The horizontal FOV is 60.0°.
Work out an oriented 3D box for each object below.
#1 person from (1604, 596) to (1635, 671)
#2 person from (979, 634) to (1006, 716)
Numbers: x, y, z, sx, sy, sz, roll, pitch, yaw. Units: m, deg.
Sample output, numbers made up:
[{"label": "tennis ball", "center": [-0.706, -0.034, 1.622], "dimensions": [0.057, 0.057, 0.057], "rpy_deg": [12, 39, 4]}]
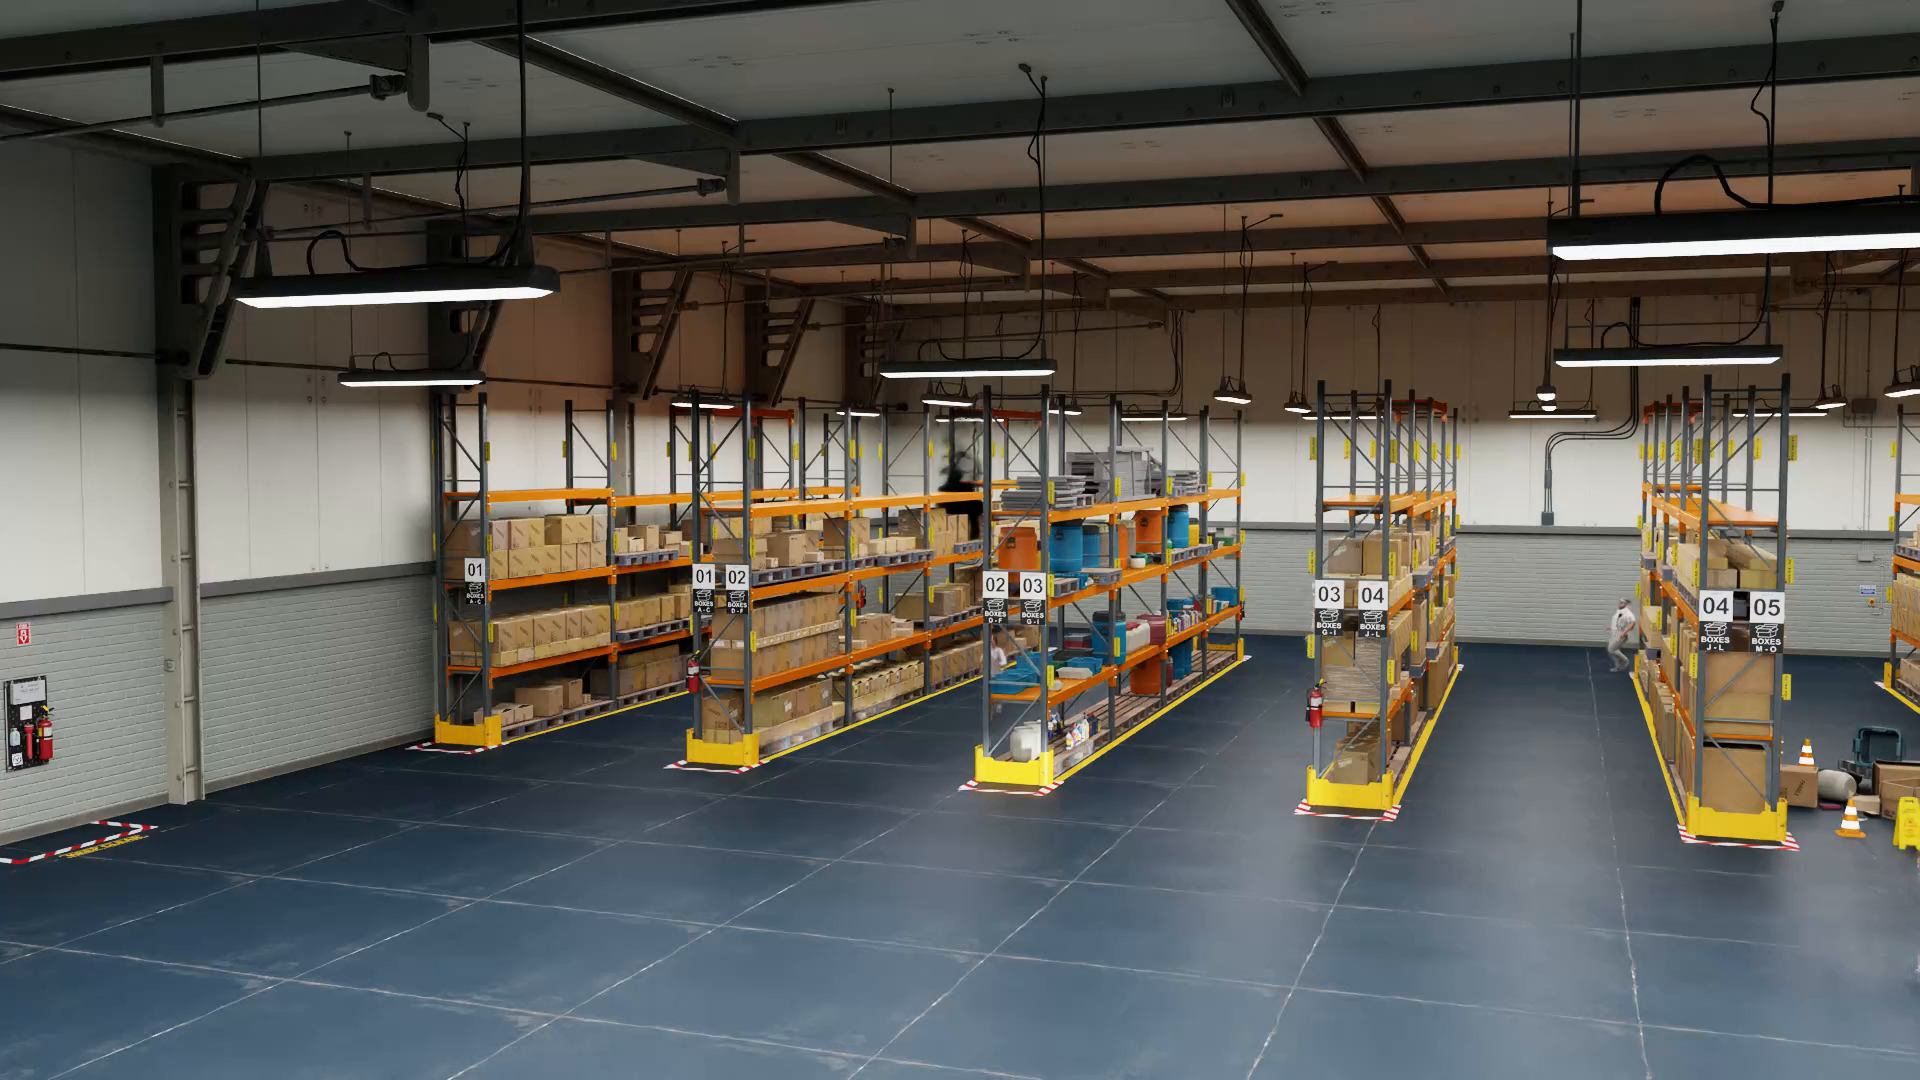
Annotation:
[{"label": "person", "center": [14.937, 2.137, 37.694], "dimensions": [0.508, 1.732, 0.735], "rpy_deg": [0, 3, -4]}, {"label": "person", "center": [0.602, 2.544, 30.997], "dimensions": [0.543, 1.576, 0.877], "rpy_deg": [1, 3, 10]}]
